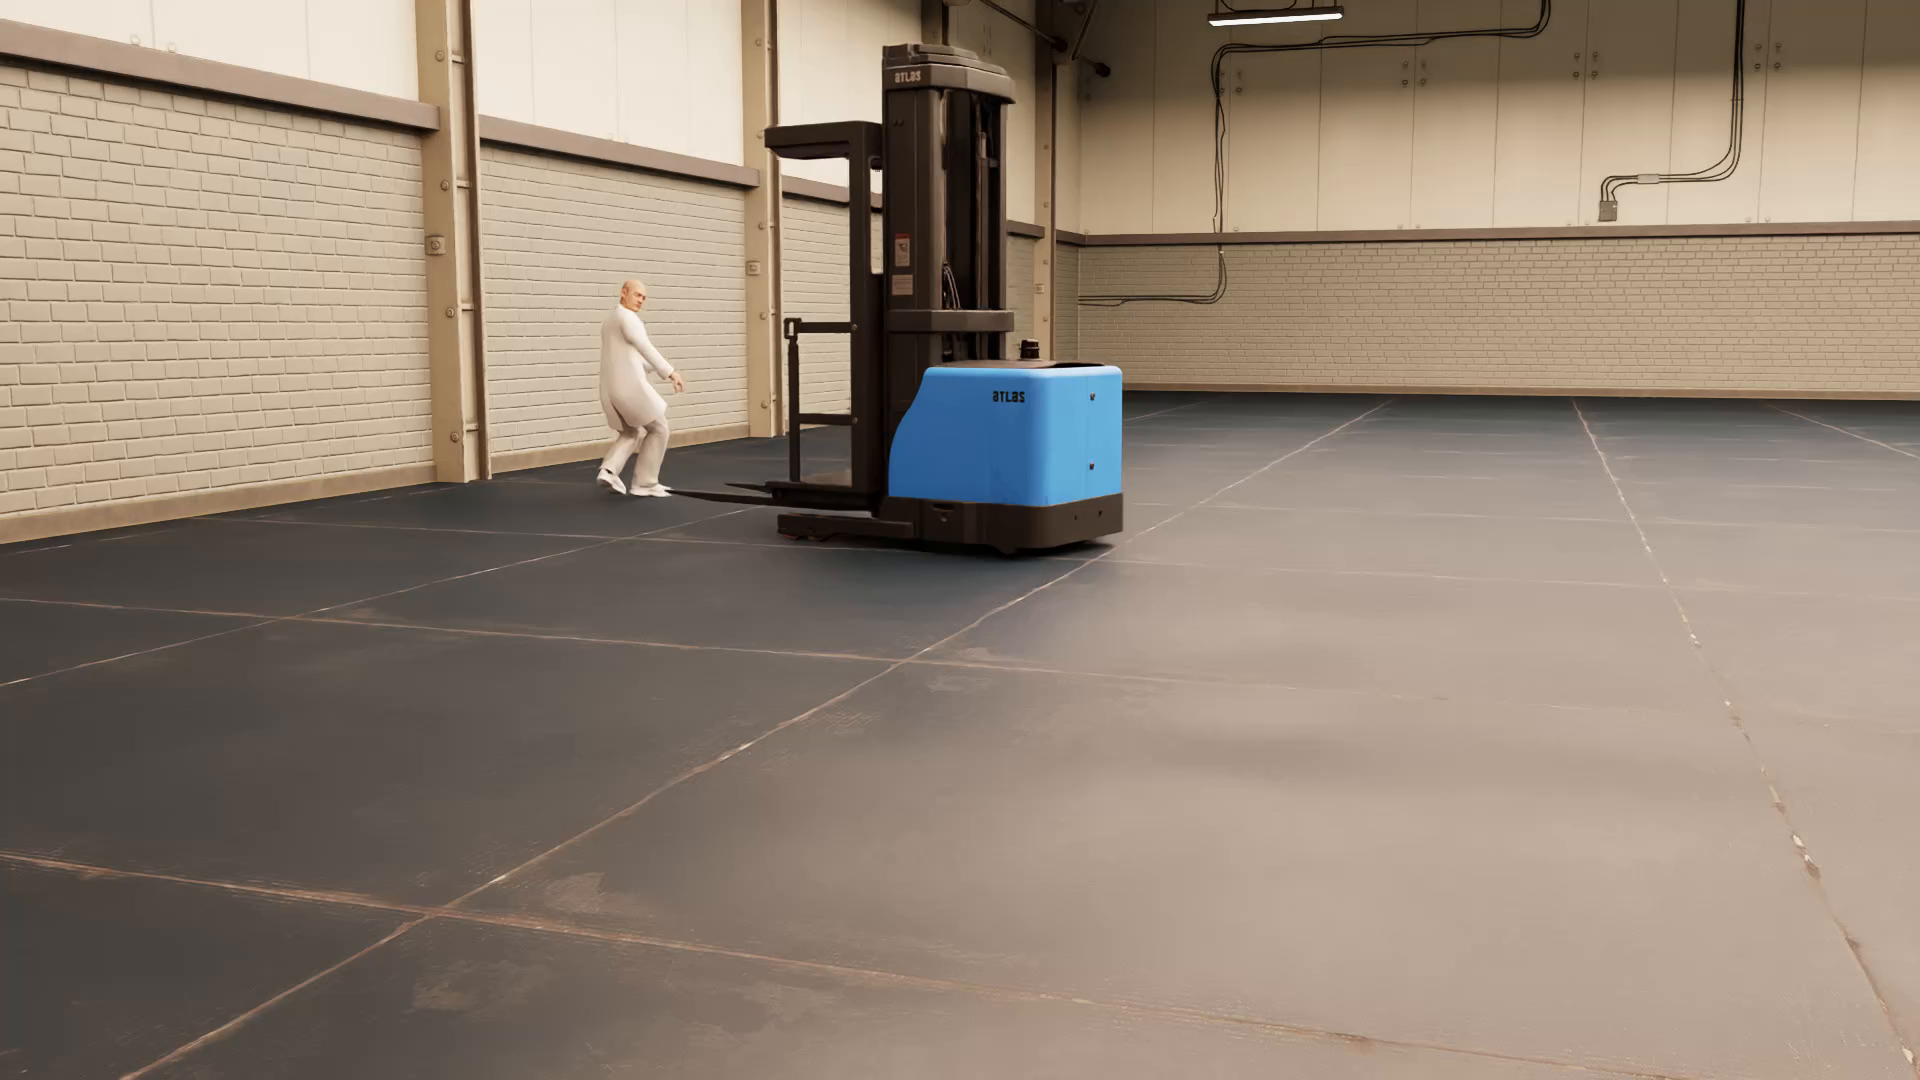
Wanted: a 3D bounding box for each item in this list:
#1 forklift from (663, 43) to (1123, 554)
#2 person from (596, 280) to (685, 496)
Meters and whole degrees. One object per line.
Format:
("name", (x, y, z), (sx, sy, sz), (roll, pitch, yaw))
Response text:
("forklift", (-0.526, -1.491, 10.373), (3.031, 2.935, 1.130), (5, 9, 33))
("person", (-2.415, -1.153, 12.722), (0.897, 1.660, 0.859), (7, 10, 43))
